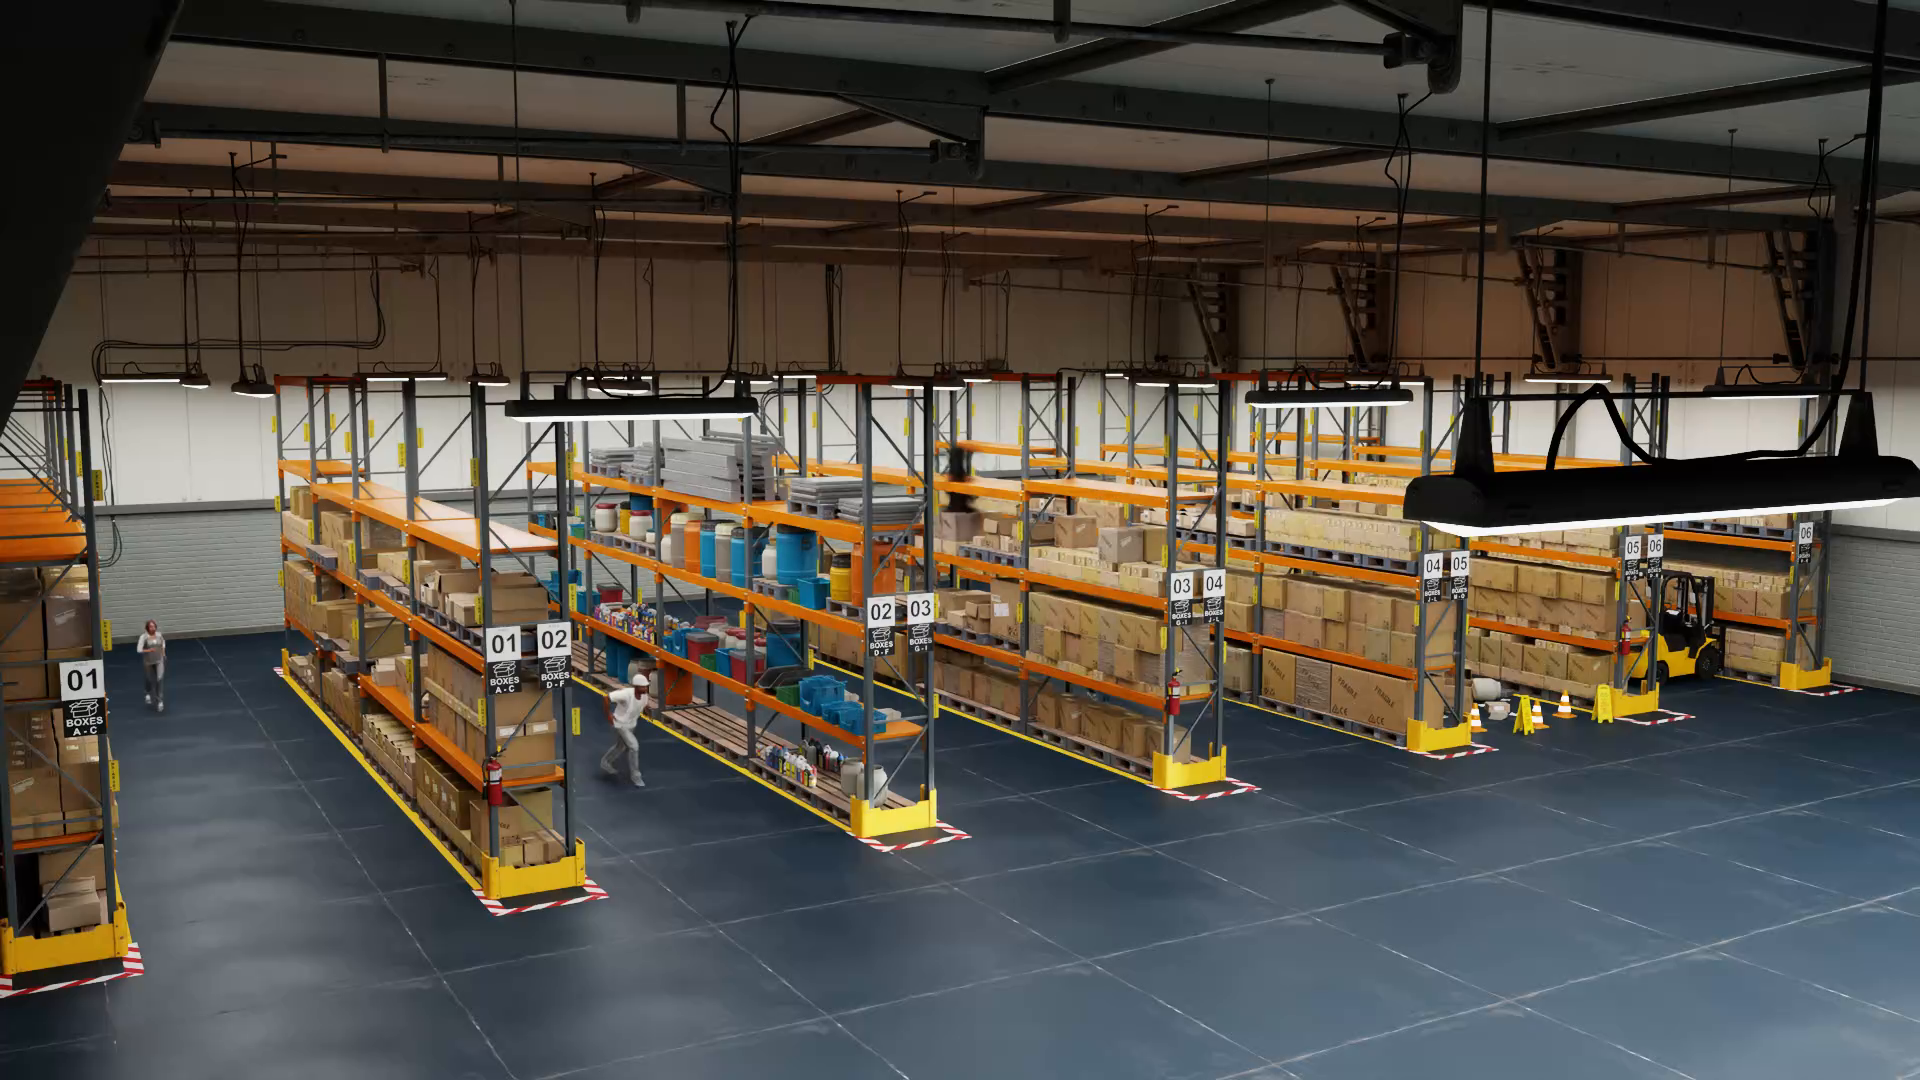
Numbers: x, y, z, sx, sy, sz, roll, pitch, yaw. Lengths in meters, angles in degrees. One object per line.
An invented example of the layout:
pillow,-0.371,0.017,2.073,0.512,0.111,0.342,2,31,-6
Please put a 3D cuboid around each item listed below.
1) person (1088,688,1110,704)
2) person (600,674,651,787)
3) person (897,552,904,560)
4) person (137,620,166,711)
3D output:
person,2.588,2.240,30.203,0.543,1.610,0.849,-4,8,-34
person,-5.024,2.820,24.773,1.035,1.721,0.754,4,8,35
person,-1.494,1.055,40.855,0.651,1.676,0.846,-1,6,-5
person,-14.577,2.231,30.007,0.514,1.609,0.861,-5,8,-37
